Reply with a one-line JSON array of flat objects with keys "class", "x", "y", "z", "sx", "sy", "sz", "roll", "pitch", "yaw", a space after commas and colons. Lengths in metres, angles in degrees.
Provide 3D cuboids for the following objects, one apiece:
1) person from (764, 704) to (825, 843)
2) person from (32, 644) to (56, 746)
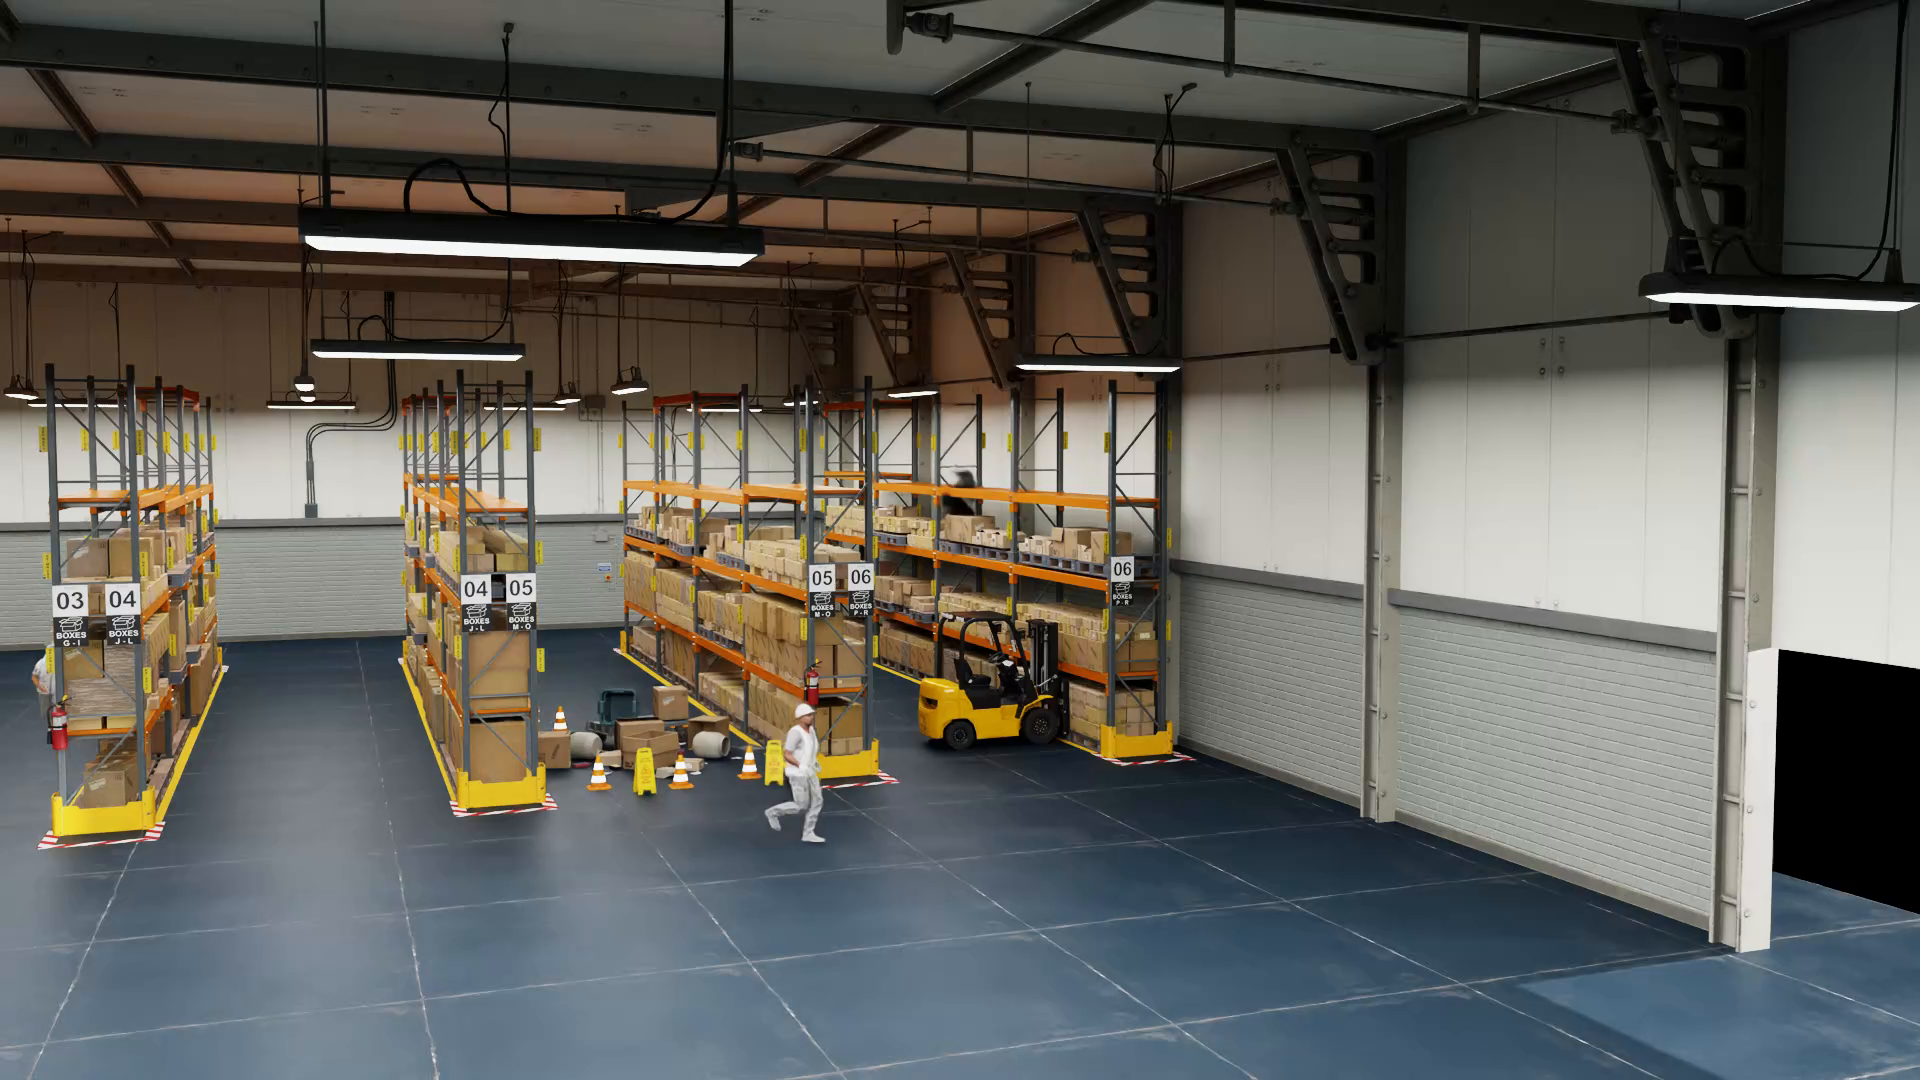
[{"class": "person", "x": -2.050, "y": 2.914, "z": 20.858, "sx": 0.785, "sy": 1.742, "sz": 0.673, "roll": 1, "pitch": 4, "yaw": 22}, {"class": "person", "x": -15.230, "y": 2.577, "z": 27.896, "sx": 0.582, "sy": 1.667, "sz": 1.029, "roll": -1, "pitch": 4, "yaw": -18}]
